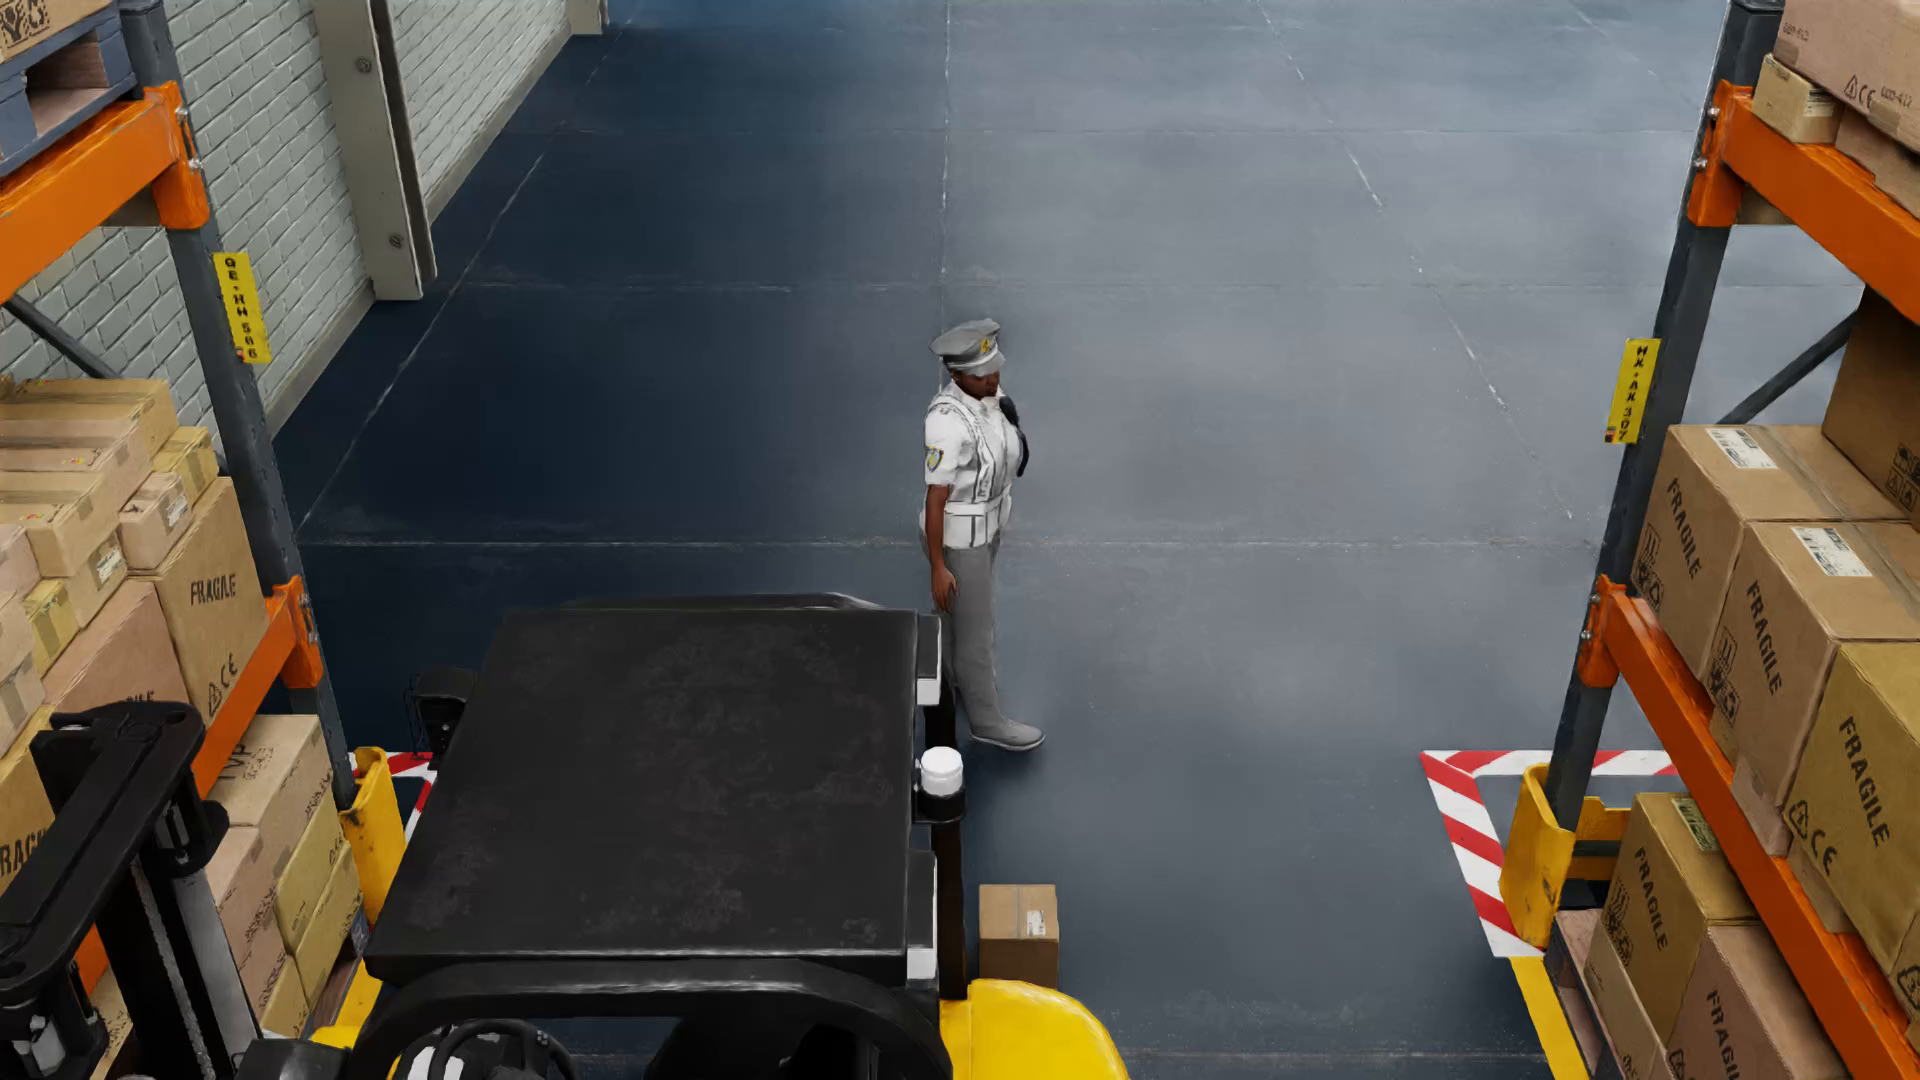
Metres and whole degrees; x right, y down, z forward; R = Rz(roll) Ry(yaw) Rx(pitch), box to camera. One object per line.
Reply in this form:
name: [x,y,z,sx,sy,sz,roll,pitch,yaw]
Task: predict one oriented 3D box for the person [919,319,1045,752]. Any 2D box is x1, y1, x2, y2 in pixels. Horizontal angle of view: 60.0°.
person: [0.082,-0.005,6.092,0.585,1.673,0.643,12,34,18]
